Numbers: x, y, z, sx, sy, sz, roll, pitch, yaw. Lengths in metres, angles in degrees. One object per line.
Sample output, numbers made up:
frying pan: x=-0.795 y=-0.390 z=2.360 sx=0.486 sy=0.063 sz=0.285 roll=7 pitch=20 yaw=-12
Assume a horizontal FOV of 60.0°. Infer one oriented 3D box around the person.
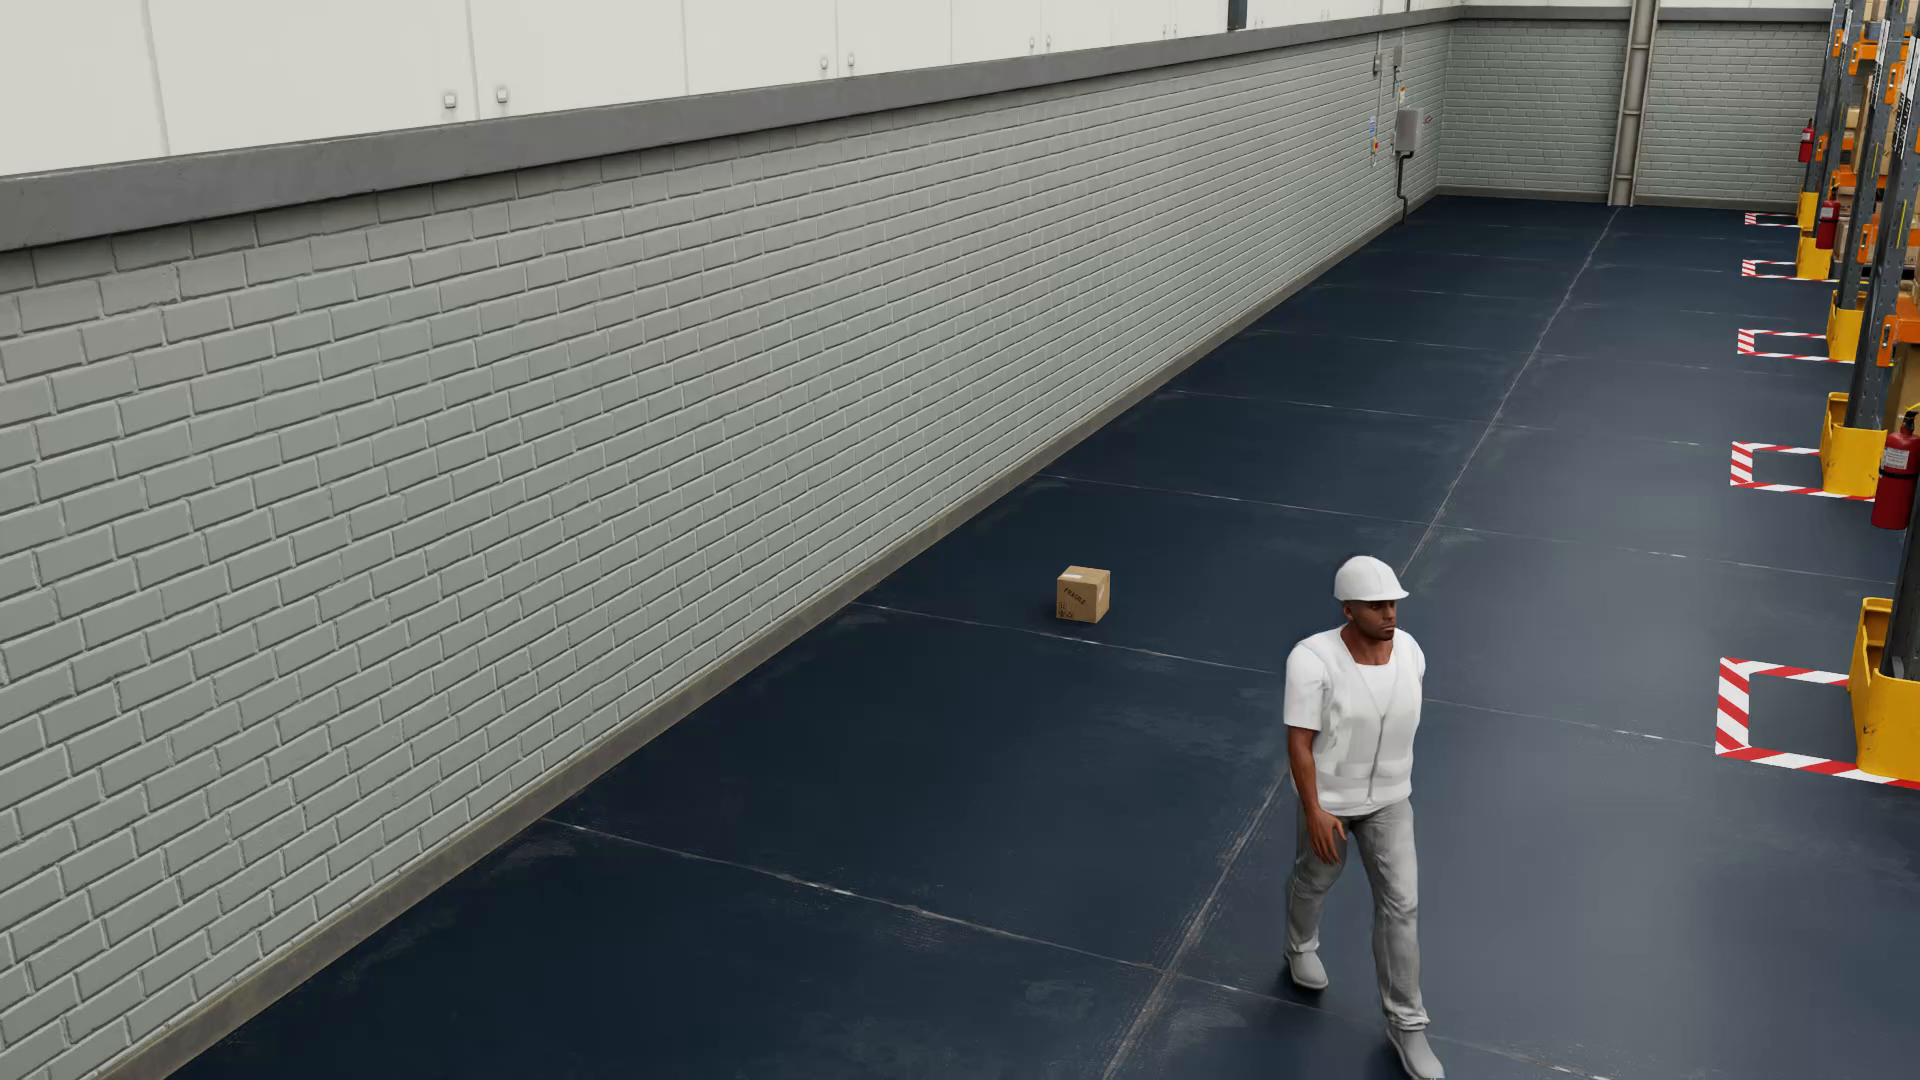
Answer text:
person: x=1.407 y=0.927 z=5.795 sx=0.565 sy=1.745 sz=0.906 roll=-4 pitch=19 yaw=-11
